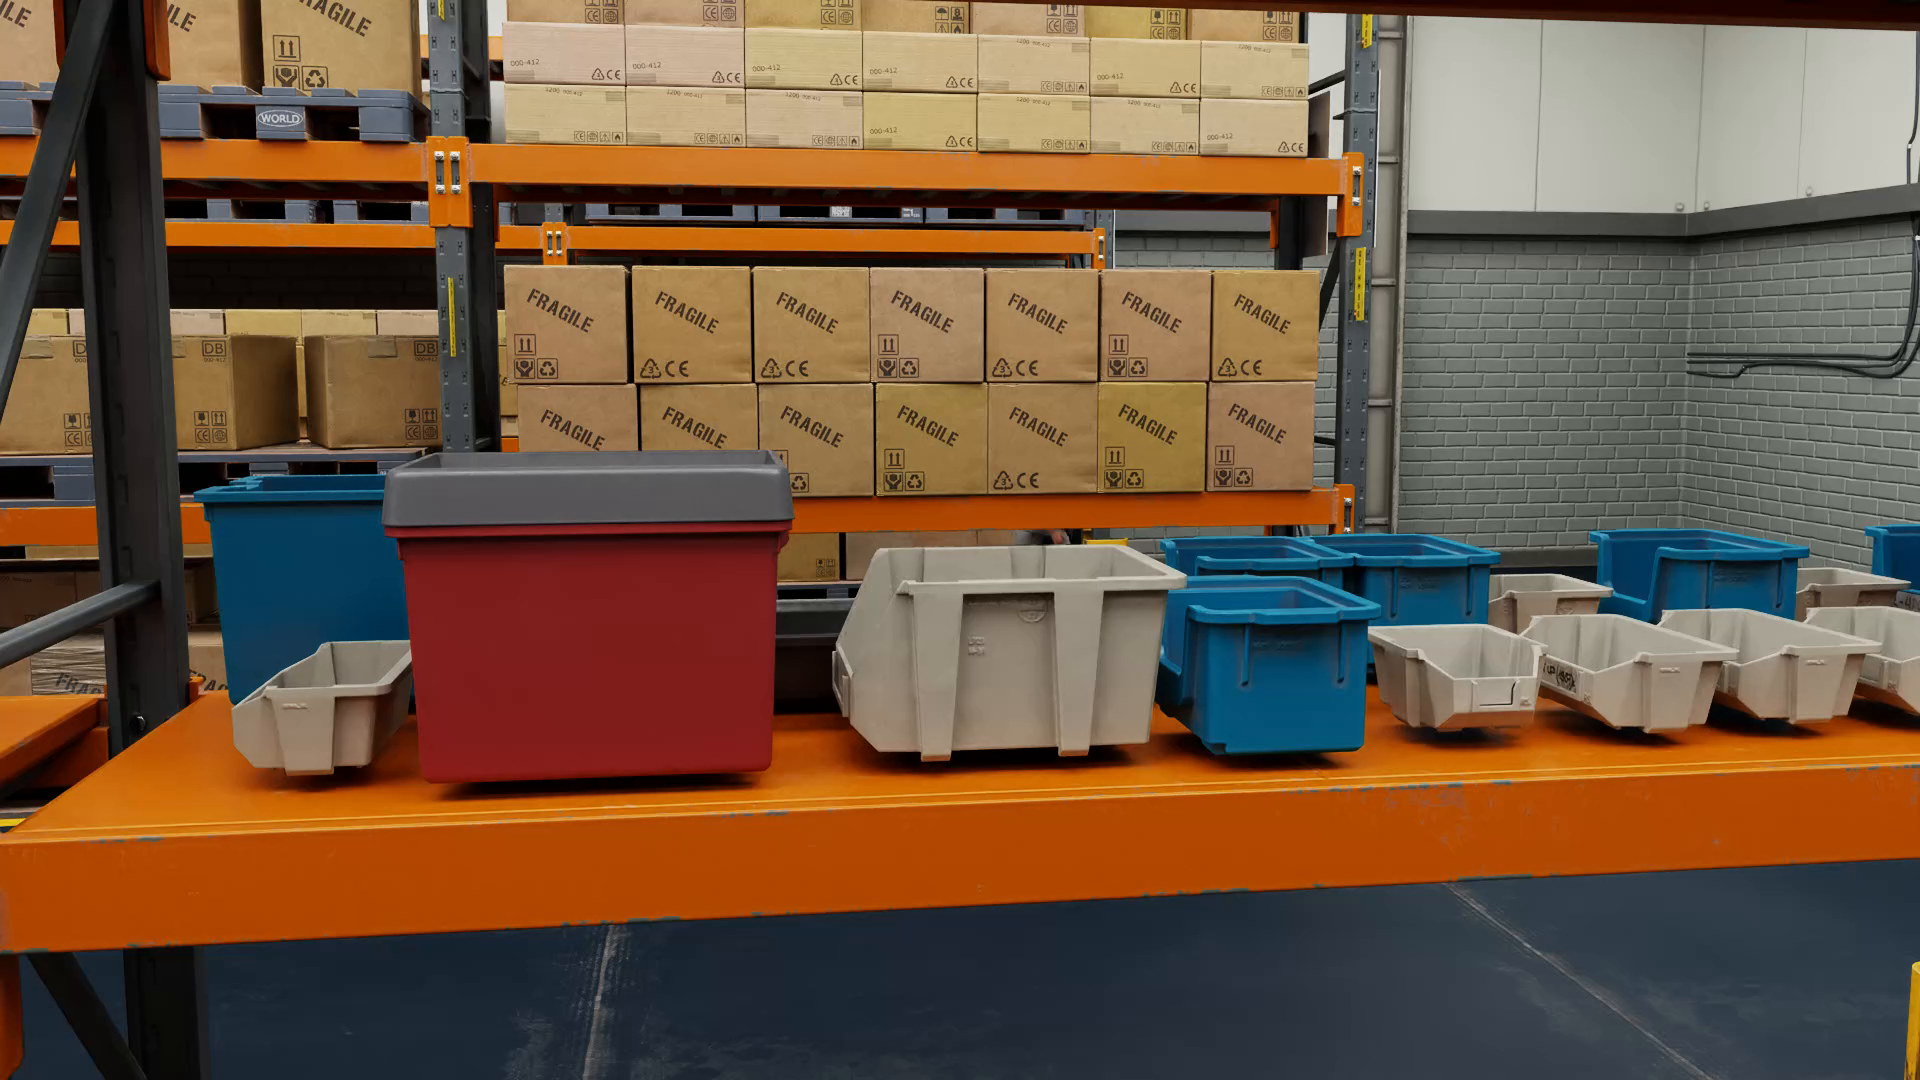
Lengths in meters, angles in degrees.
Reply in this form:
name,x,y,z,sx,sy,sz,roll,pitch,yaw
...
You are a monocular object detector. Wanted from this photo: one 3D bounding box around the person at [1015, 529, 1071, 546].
name,x,y,z,sx,sy,sz,roll,pitch,yaw
person,0.575,-0.084,10.681,0.952,1.533,0.421,3,7,26
